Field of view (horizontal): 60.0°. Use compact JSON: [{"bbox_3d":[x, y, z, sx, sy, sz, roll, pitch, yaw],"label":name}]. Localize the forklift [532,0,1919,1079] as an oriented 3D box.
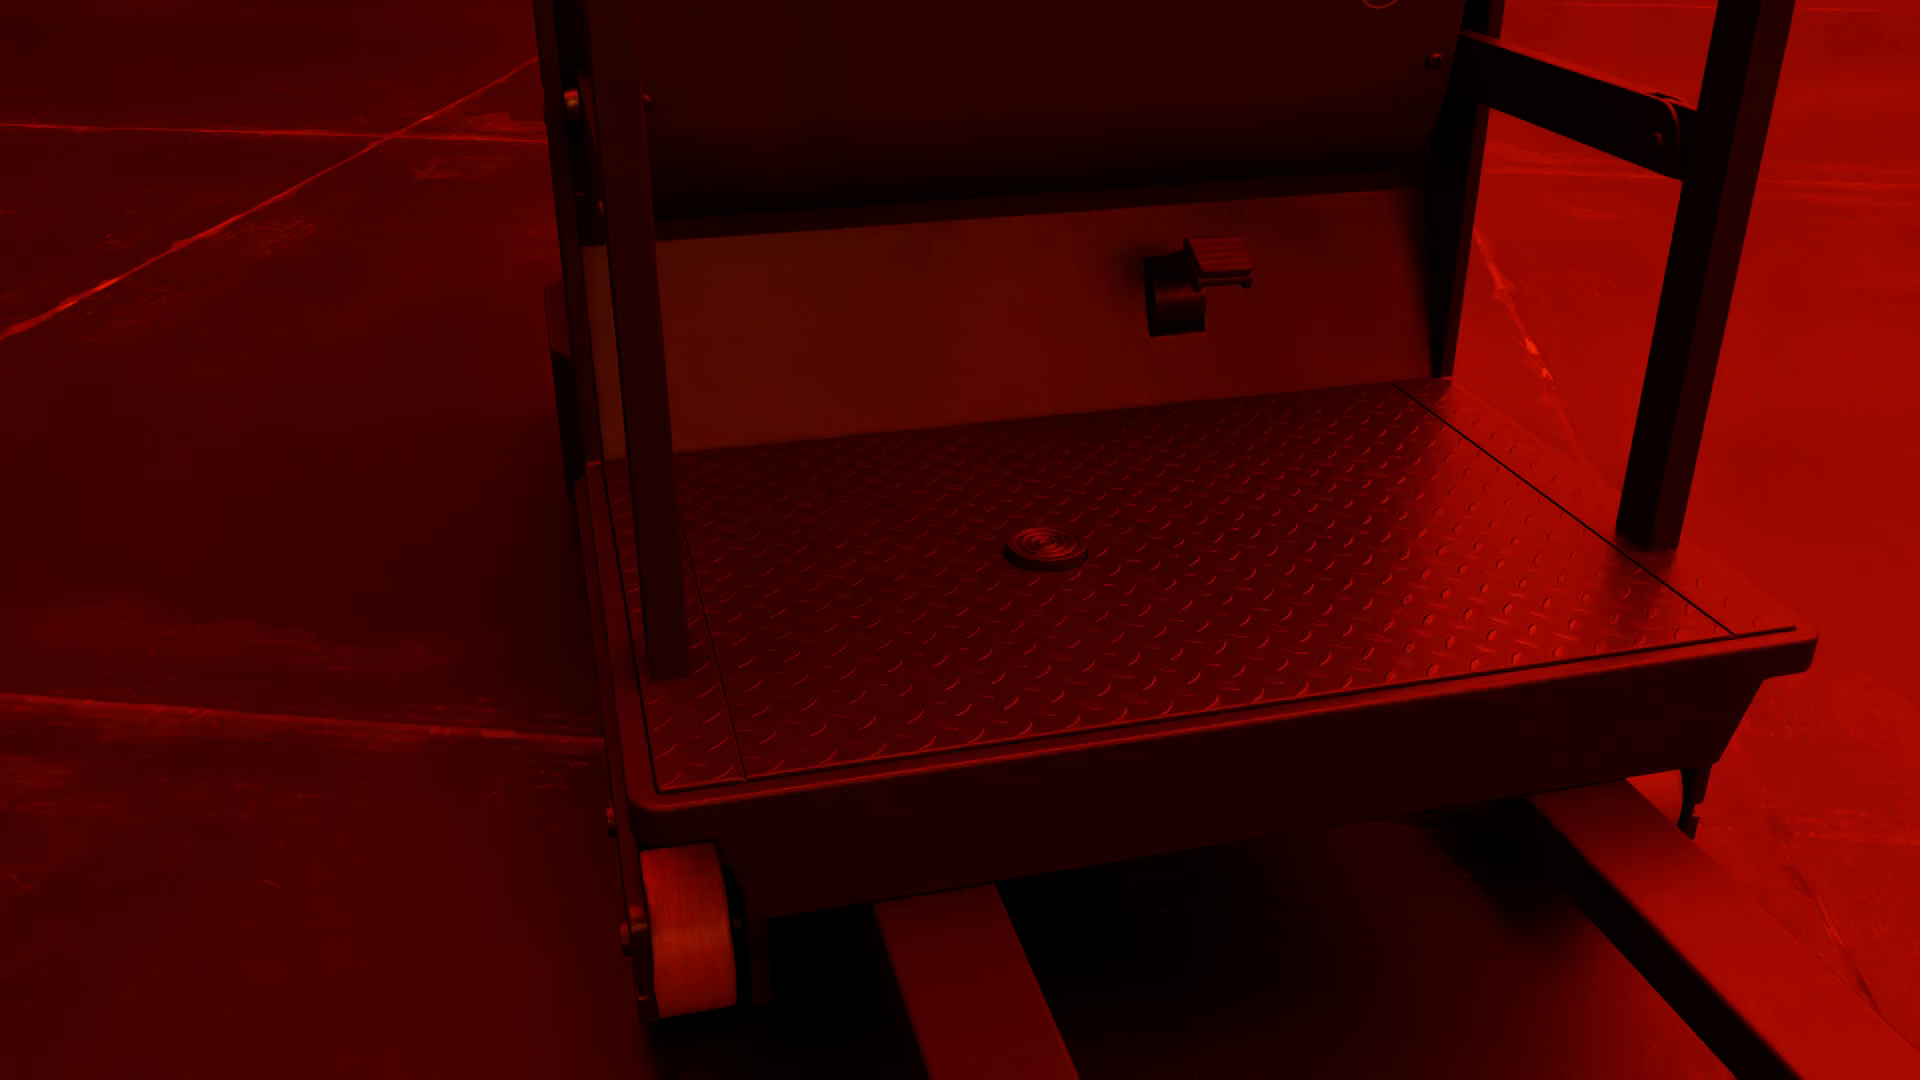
[{"bbox_3d":[0.153,-1.049,1.319,1.130,2.935,3.031,-7,27,-13],"label":"forklift"}]
